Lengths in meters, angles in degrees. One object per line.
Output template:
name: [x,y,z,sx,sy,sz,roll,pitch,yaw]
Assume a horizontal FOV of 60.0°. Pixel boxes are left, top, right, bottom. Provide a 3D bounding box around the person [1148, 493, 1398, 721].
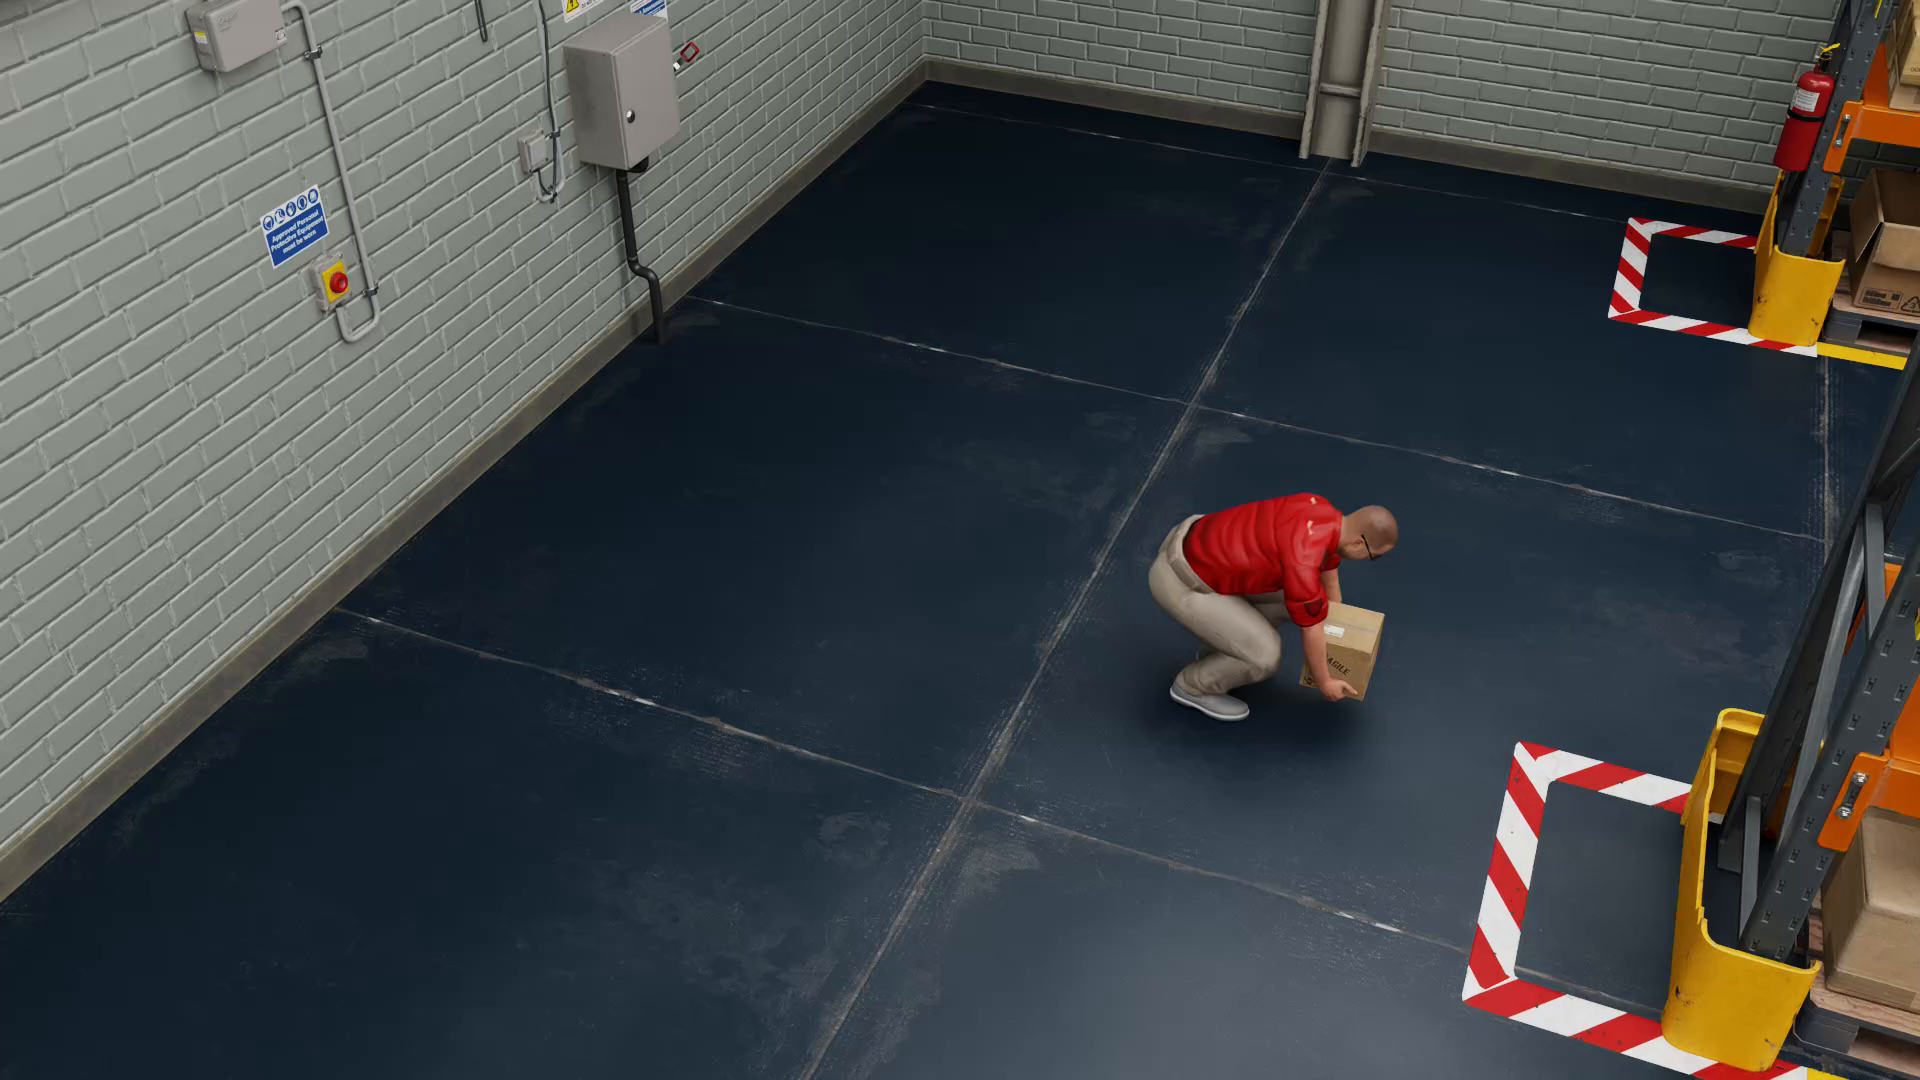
person: [1.187,0.230,6.483,0.892,0.986,0.533,13,39,16]
